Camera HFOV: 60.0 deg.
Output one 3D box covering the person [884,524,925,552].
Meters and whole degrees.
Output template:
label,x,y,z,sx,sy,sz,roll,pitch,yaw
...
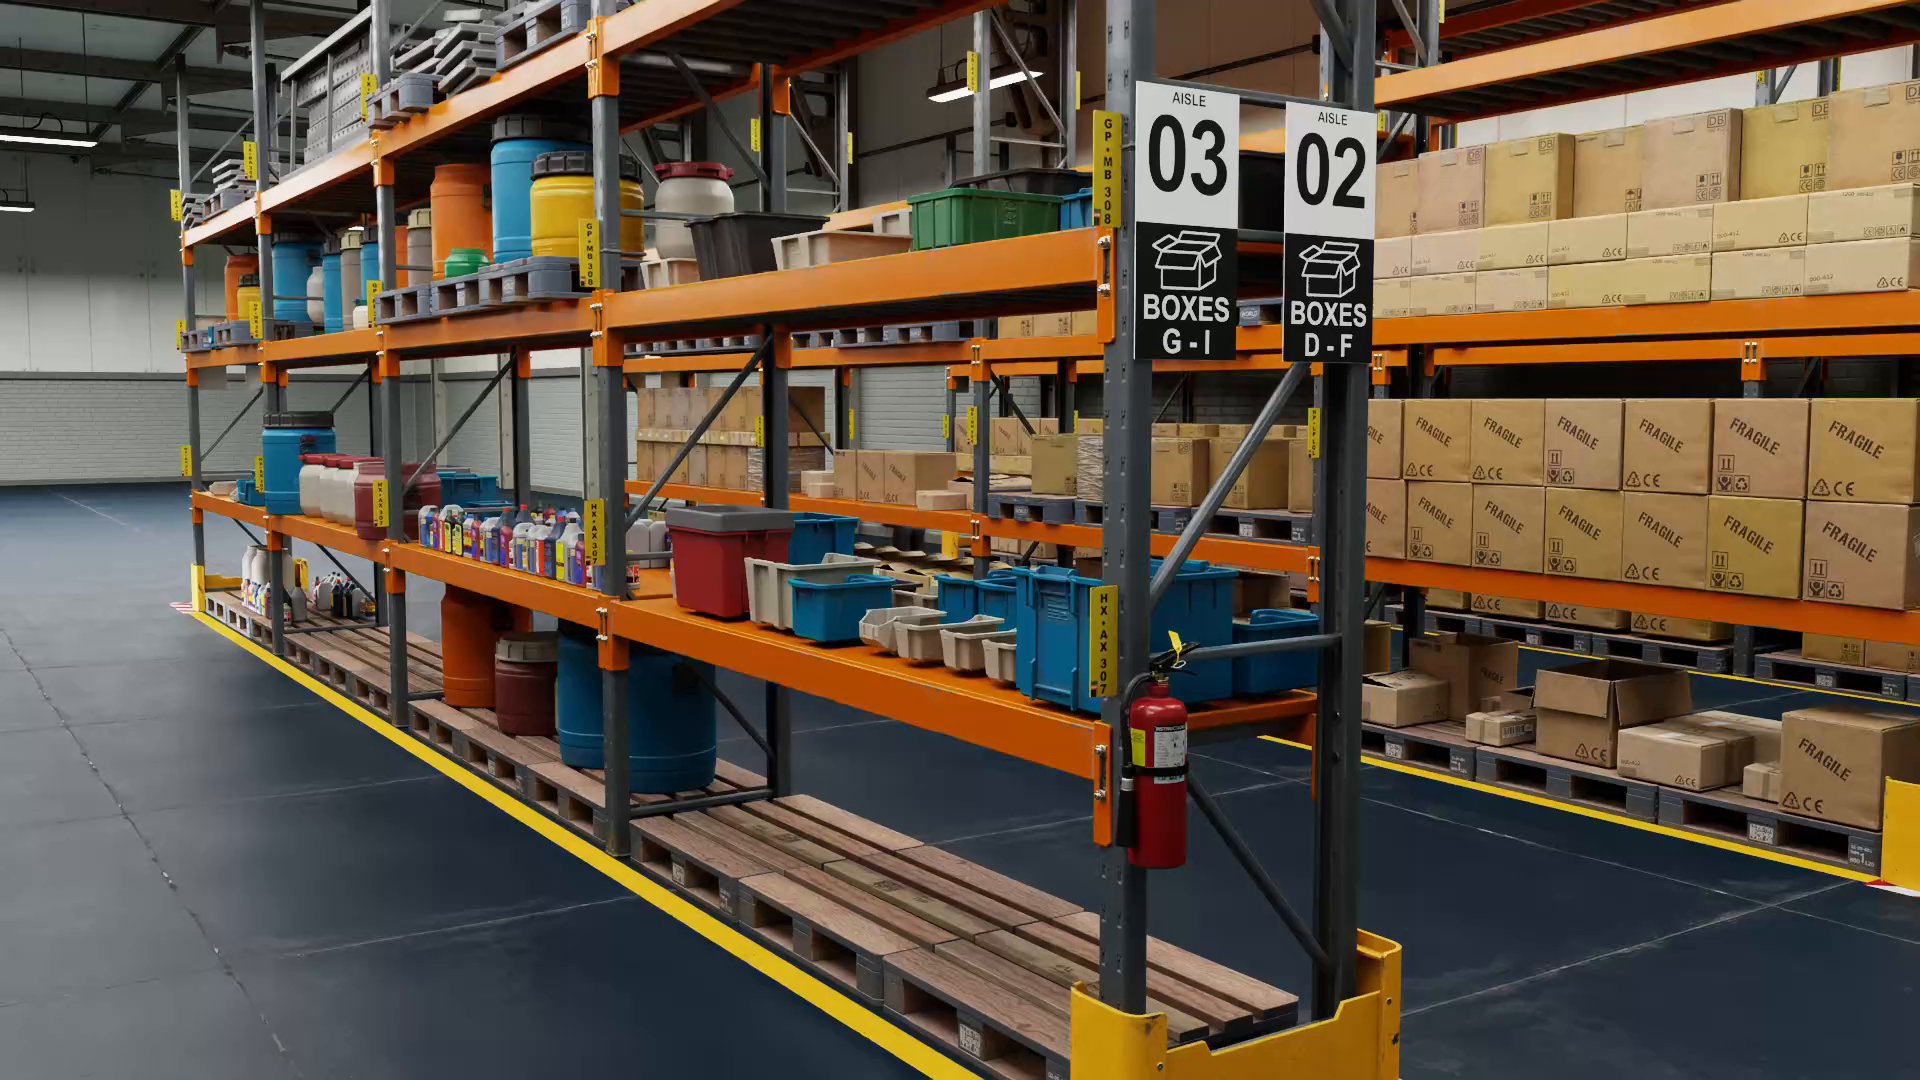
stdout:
label,x,y,z,sx,sy,sz,roll,pitch,yaw
person,-0.648,-0.135,19.236,0.435,1.656,0.504,-3,6,-34
